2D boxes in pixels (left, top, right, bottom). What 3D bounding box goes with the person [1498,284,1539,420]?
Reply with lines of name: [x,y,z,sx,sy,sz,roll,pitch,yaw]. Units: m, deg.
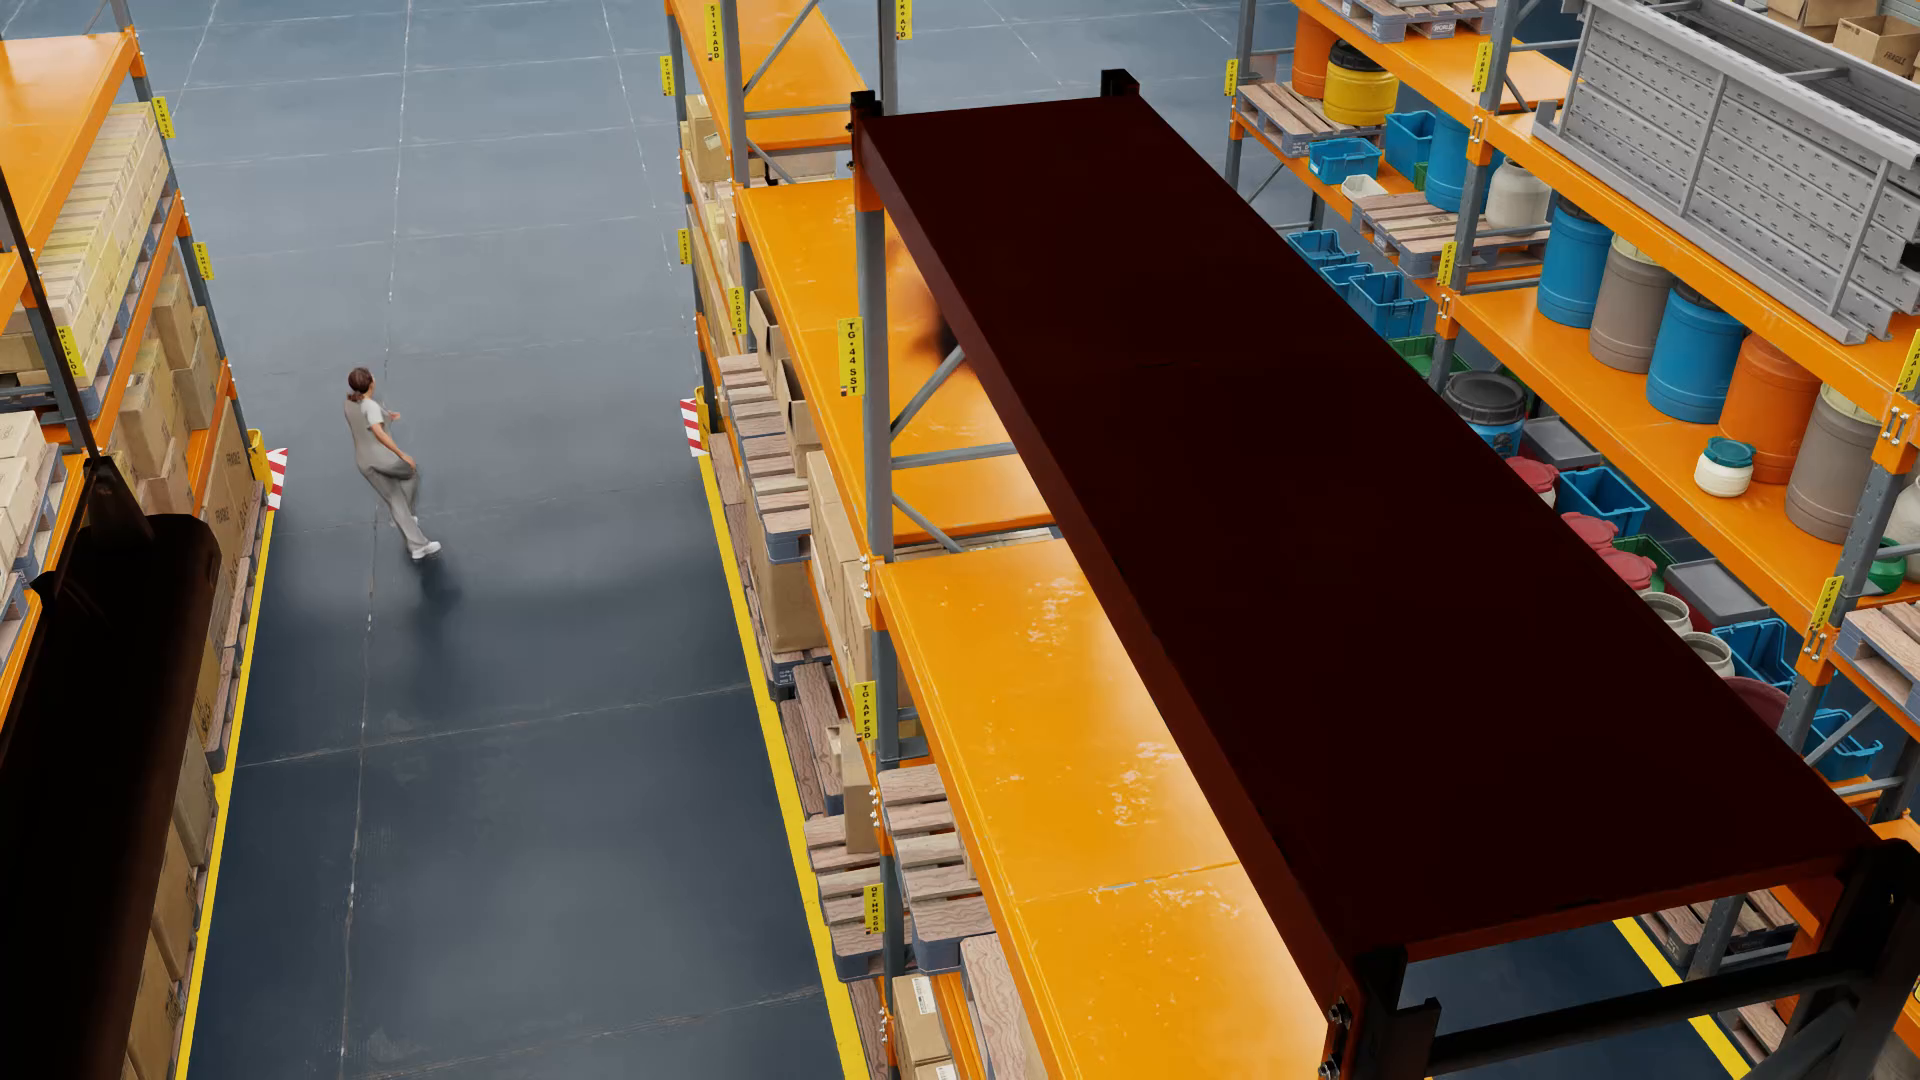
person: [7.826,2.224,9.289,3.845,1.838,15.329,-20,39,-27]

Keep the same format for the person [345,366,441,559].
person: [-4.678,-0.641,13.589,0.726,1.585,0.683,6,35,8]

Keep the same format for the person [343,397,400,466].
person: [2.883,2.880,8.505,6.153,1.621,19.586,-21,40,-28]
